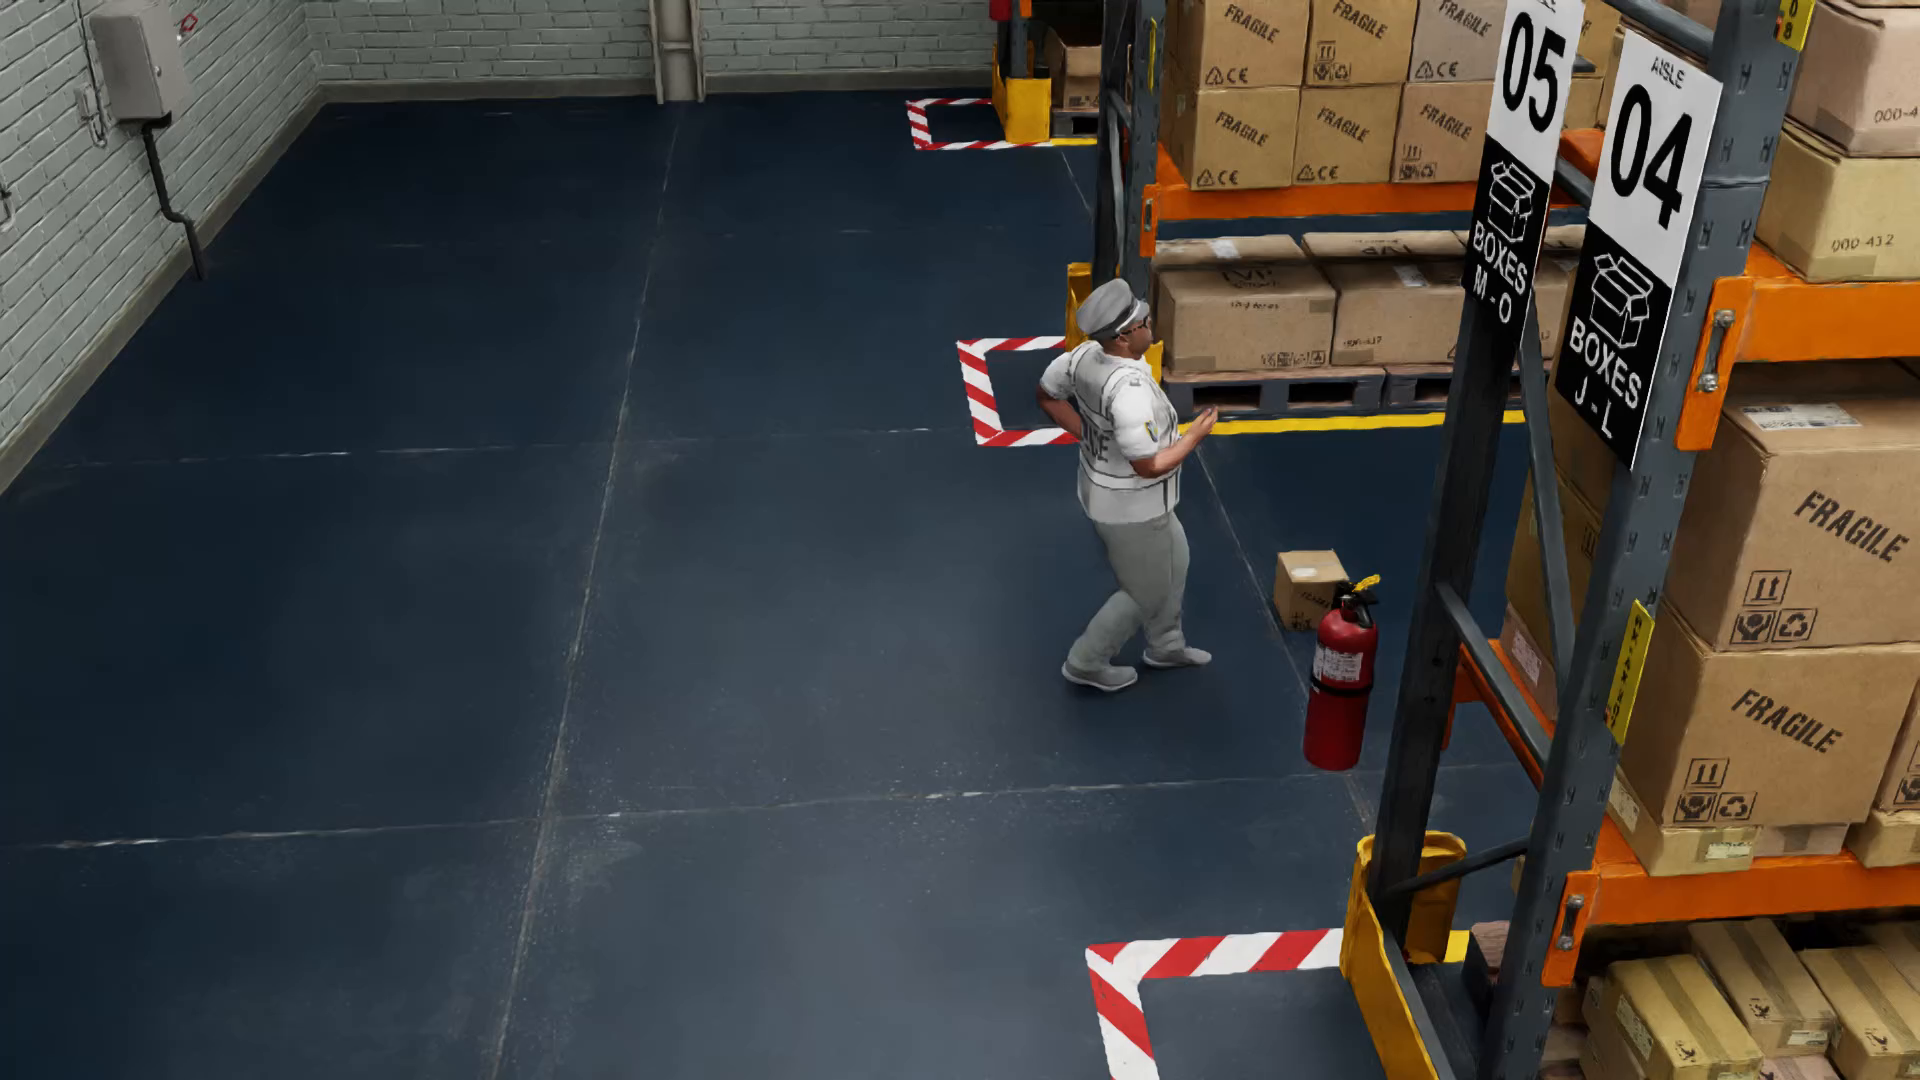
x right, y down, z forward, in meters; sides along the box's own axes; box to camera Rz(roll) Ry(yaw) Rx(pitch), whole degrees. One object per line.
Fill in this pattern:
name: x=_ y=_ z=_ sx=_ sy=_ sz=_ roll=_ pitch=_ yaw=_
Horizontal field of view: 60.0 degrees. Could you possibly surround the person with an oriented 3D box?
person: x=0.700 y=-0.158 z=6.412 sx=0.761 sy=1.799 sz=0.634 roll=-3 pitch=31 yaw=-6
